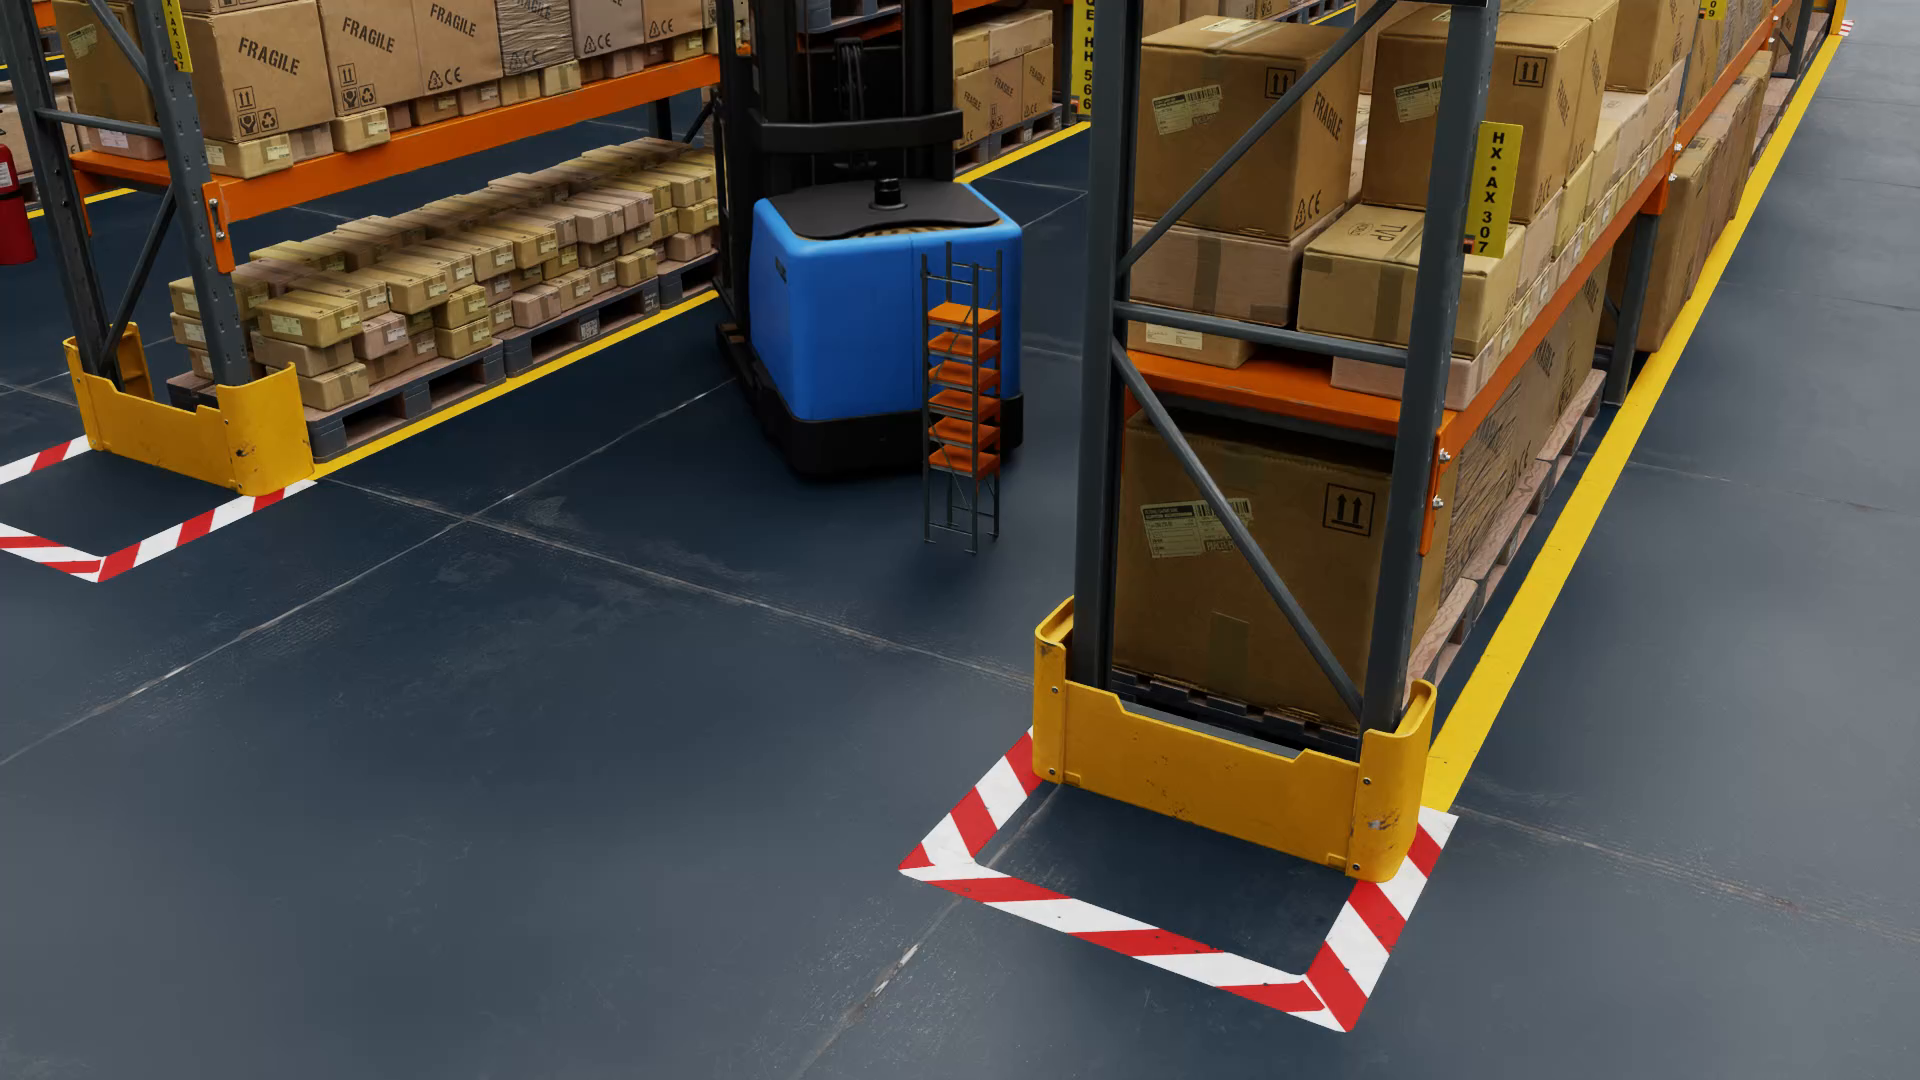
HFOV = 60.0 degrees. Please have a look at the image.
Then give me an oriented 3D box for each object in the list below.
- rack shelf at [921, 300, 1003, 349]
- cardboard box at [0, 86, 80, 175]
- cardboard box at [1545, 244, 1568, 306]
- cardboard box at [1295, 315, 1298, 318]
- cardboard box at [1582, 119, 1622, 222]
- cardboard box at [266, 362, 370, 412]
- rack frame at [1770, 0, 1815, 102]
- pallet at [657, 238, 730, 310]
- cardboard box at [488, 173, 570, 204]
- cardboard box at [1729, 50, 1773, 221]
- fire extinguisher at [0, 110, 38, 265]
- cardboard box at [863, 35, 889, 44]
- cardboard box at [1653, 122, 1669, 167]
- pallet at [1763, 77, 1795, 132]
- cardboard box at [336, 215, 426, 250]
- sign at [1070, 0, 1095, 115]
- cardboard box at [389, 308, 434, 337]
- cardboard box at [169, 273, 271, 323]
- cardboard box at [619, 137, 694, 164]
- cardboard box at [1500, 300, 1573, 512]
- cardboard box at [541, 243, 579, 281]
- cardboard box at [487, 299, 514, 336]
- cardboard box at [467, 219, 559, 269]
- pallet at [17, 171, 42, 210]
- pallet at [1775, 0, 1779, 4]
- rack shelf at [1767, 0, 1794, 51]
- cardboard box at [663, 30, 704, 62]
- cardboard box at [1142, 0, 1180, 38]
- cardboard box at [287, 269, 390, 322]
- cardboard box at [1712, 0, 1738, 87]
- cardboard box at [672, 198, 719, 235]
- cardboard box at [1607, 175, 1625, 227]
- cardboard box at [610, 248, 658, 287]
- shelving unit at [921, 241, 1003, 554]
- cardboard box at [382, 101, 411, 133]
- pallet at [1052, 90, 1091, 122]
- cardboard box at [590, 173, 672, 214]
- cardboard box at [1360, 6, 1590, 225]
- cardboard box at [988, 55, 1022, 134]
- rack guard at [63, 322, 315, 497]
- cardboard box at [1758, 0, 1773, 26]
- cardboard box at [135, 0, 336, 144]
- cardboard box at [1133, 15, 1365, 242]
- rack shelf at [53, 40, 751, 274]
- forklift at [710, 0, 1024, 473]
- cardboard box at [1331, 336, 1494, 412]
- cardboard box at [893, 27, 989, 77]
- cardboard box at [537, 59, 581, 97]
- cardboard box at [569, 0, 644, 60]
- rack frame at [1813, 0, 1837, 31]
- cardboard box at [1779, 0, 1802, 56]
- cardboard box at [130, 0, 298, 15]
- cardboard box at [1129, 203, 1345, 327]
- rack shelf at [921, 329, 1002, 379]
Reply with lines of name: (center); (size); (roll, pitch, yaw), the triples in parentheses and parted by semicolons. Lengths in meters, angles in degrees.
rack shelf: (0.007, -0.824, 6.351); (0.258, 0.103, 0.180); (14, 30, 26)
cardboard box: (-6.691, -2.762, 11.310); (0.875, 0.438, 0.875); (13, 29, 25)
cardboard box: (1.777, -0.903, 5.484); (0.380, 0.149, 0.250); (14, 30, 25)
cardboard box: (0.951, -0.848, 5.373); (0.380, 0.149, 0.250); (14, 30, 26)
cardboard box: (2.034, -1.346, 5.923); (0.500, 0.250, 0.500); (14, 30, 25)
cardboard box: (-2.921, -0.727, 7.567); (0.380, 0.149, 0.250); (15, 30, 27)
rack frame: (6.714, -5.226, 13.838); (1.000, 3.000, 0.127); (14, 30, 26)
pallet: (-1.790, -1.723, 9.956); (1.003, 0.211, 1.213); (14, 30, 26)
cardboard box: (-2.413, -1.938, 9.322); (0.380, 0.149, 0.250); (15, 30, 27)
cardboard box: (4.389, -2.640, 10.577); (1.225, 0.875, 0.875); (13, 29, 24)
fire extinguisher: (-3.983, -1.483, 6.864); (0.296, 0.674, 0.183); (14, 30, 26)
cardboard box: (-0.831, -3.397, 11.671); (0.500, 0.250, 0.500); (13, 29, 24)
cardboard box: (2.787, -1.704, 7.083); (0.380, 0.149, 0.250); (15, 30, 27)
pallet: (6.332, -3.675, 13.855); (1.003, 0.211, 1.213); (14, 30, 26)
cardboard box: (-2.961, -1.540, 8.526); (0.380, 0.149, 0.250); (15, 30, 28)
sign: (0.345, -1.298, 4.433); (0.100, 0.325, 0.005); (14, 30, 26)
cardboard box: (-2.749, -1.083, 7.947); (0.380, 0.149, 0.250); (15, 30, 27)
cardboard box: (-3.418, -1.122, 7.691); (0.380, 0.149, 0.250); (15, 30, 27)
cardboard box: (-1.840, -2.330, 10.104); (0.380, 0.149, 0.250); (16, 31, 28)
cardboard box: (1.942, -0.755, 6.812); (0.875, 0.875, 0.875); (14, 30, 26)
cardboard box: (-2.242, -1.502, 8.782); (0.380, 0.149, 0.250); (16, 31, 28)
cardboard box: (-2.484, -1.141, 8.395); (0.380, 0.149, 0.250); (14, 30, 26)
cardboard box: (-2.274, -1.506, 8.459); (0.380, 0.149, 0.250); (15, 30, 27)
pallet: (-6.891, -2.287, 11.082); (1.003, 0.211, 1.213); (14, 30, 26)
pallet: (5.004, -3.882, 11.368); (1.213, 0.211, 1.003); (14, 30, 26)
rack shelf: (5.730, -4.124, 12.442); (1.077, 0.370, 4.000); (14, 30, 26)
cardboard box: (-1.642, -2.749, 9.171); (0.380, 0.149, 0.250); (15, 30, 28)
cardboard box: (1.283, -4.539, 14.511); (1.050, 0.750, 0.750); (15, 30, 27)
cardboard box: (-2.873, -1.123, 7.693); (0.380, 0.149, 0.250); (15, 30, 27)
cardboard box: (3.716, -2.668, 8.617); (0.500, 0.500, 0.500); (13, 30, 25)
cardboard box: (-1.607, -1.876, 9.530); (0.380, 0.149, 0.250); (13, 29, 24)
cardboard box: (2.282, -1.304, 6.284); (0.380, 0.149, 0.250); (14, 30, 25)
cardboard box: (-1.895, -1.521, 9.153); (0.380, 0.149, 0.250); (14, 30, 26)
shelving unit: (0.007, -0.542, 6.493); (0.258, 1.200, 0.189); (14, 30, 26)
cardboard box: (-2.737, -1.955, 7.585); (0.380, 0.149, 0.250); (16, 31, 28)
pallet: (0.931, -3.842, 14.189); (1.003, 0.211, 1.213); (14, 30, 26)
cardboard box: (-1.841, -1.932, 9.309); (0.380, 0.149, 0.250); (15, 30, 28)
cardboard box: (1.528, -1.273, 4.939); (0.500, 0.500, 0.500); (13, 30, 25)
cardboard box: (0.123, -3.353, 12.420); (0.500, 0.500, 0.500); (16, 31, 28)
rack guard: (-3.420, -0.592, 7.375); (1.175, 0.500, 0.348); (14, 30, 26)
cardboard box: (4.719, -3.465, 10.208); (0.500, 0.500, 0.500); (15, 30, 28)
cardboard box: (-2.996, -1.972, 6.895); (0.500, 0.500, 0.500); (16, 31, 28)
cardboard box: (0.822, -1.198, 4.790); (0.500, 0.500, 0.500); (15, 30, 27)
rack shelf: (-2.474, -2.138, 8.474); (1.077, 0.370, 4.000); (14, 30, 26)
forklift: (-0.641, -2.237, 7.945); (1.130, 2.935, 3.031); (-8, 28, -15)
cardboard box: (1.273, -0.502, 4.683); (0.380, 0.149, 0.250); (15, 30, 27)
cardboard box: (-0.133, -3.486, 11.848); (0.500, 0.250, 0.500); (15, 30, 27)
cardboard box: (-2.133, -2.339, 8.352); (0.380, 0.149, 0.250); (15, 30, 27)
cardboard box: (-1.984, -2.771, 8.490); (0.500, 0.500, 0.500); (14, 30, 26)
rack frame: (8.682, -6.784, 16.952); (1.000, 3.000, 0.127); (14, 30, 26)
cardboard box: (7.221, -4.668, 15.047); (0.500, 0.500, 0.500); (-22, 34, -37)
cardboard box: (-3.006, -2.422, 6.676); (0.500, 0.500, 0.500); (14, 30, 26)
cardboard box: (0.818, -0.862, 4.957); (0.500, 0.250, 0.500); (14, 30, 25)
rack shelf: (0.007, -0.717, 6.405); (0.258, 0.103, 0.180); (14, 30, 26)
